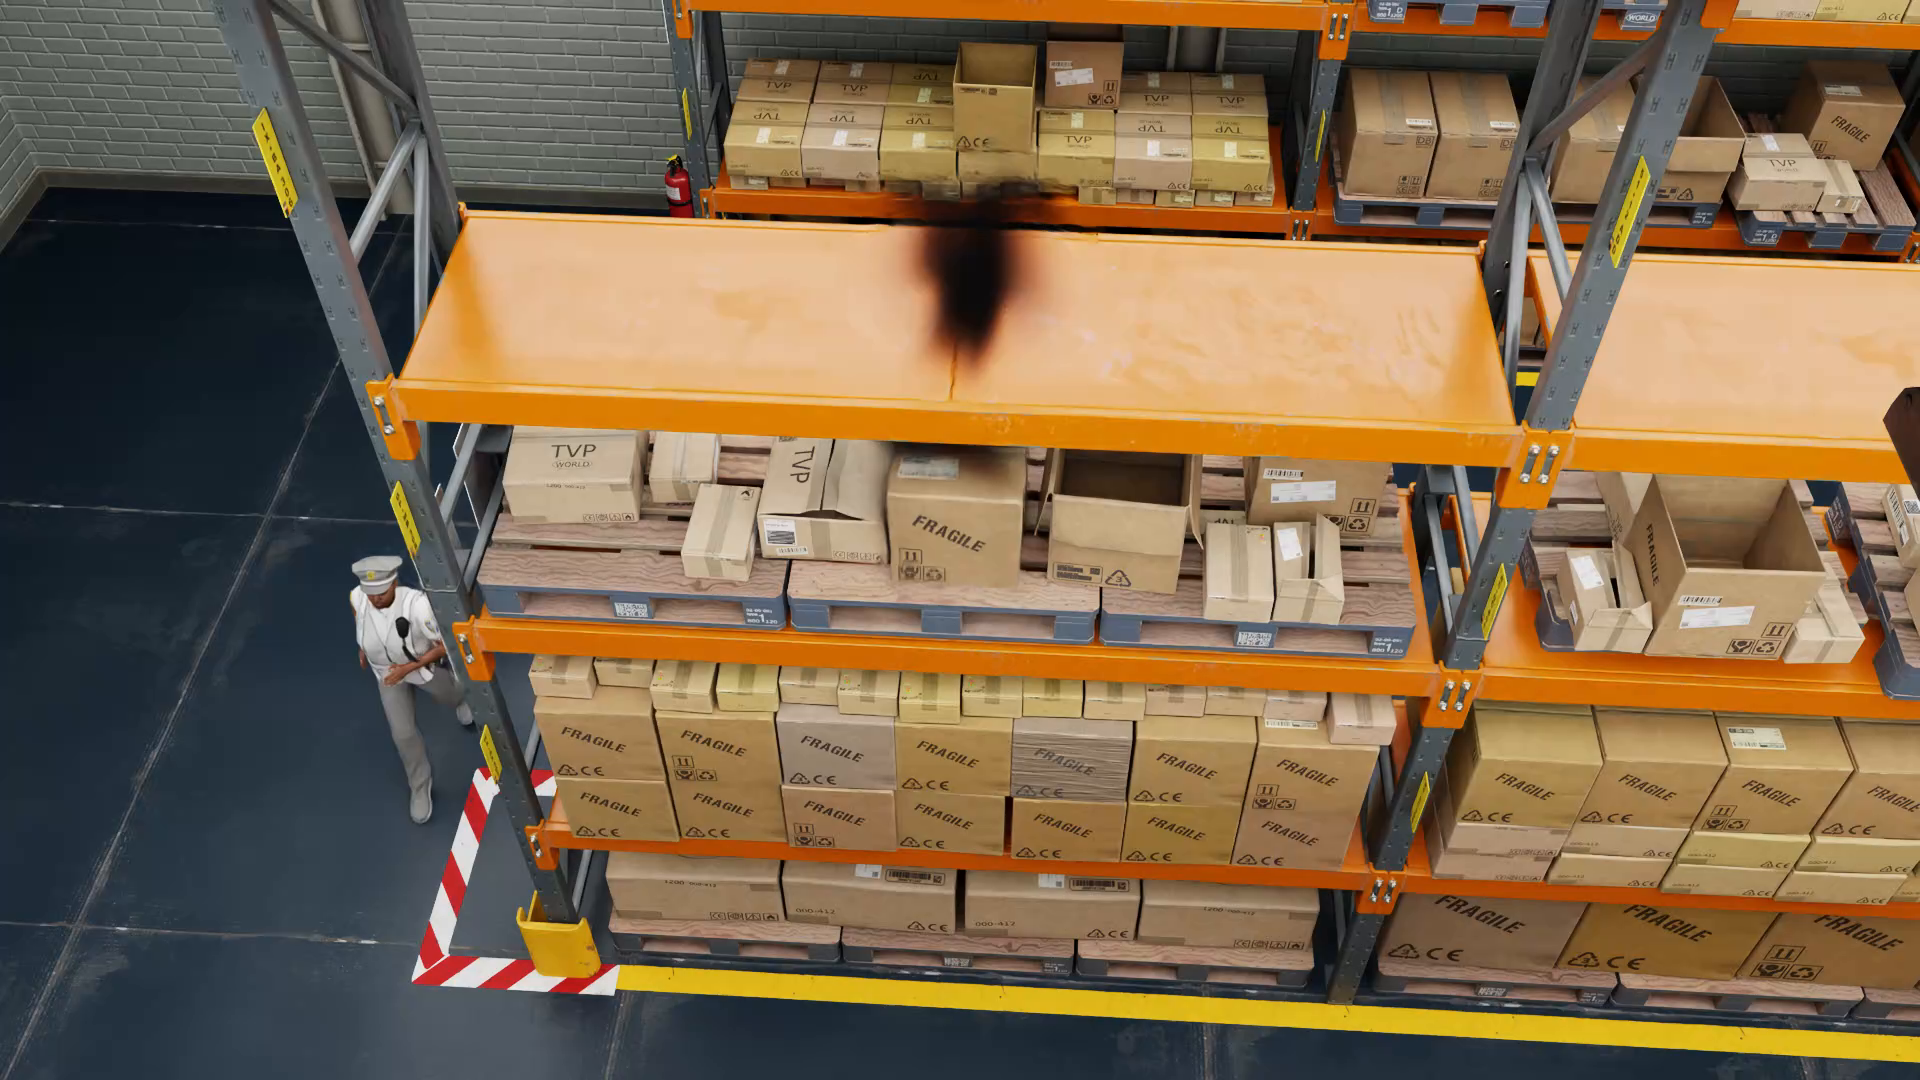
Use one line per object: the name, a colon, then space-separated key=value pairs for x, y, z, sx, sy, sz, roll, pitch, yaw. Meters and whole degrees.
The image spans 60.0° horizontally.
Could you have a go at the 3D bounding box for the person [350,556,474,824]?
person: x=-2.956 y=0.684 z=8.955 sx=0.576 sy=1.714 sz=0.894 roll=1 pitch=48 yaw=0
